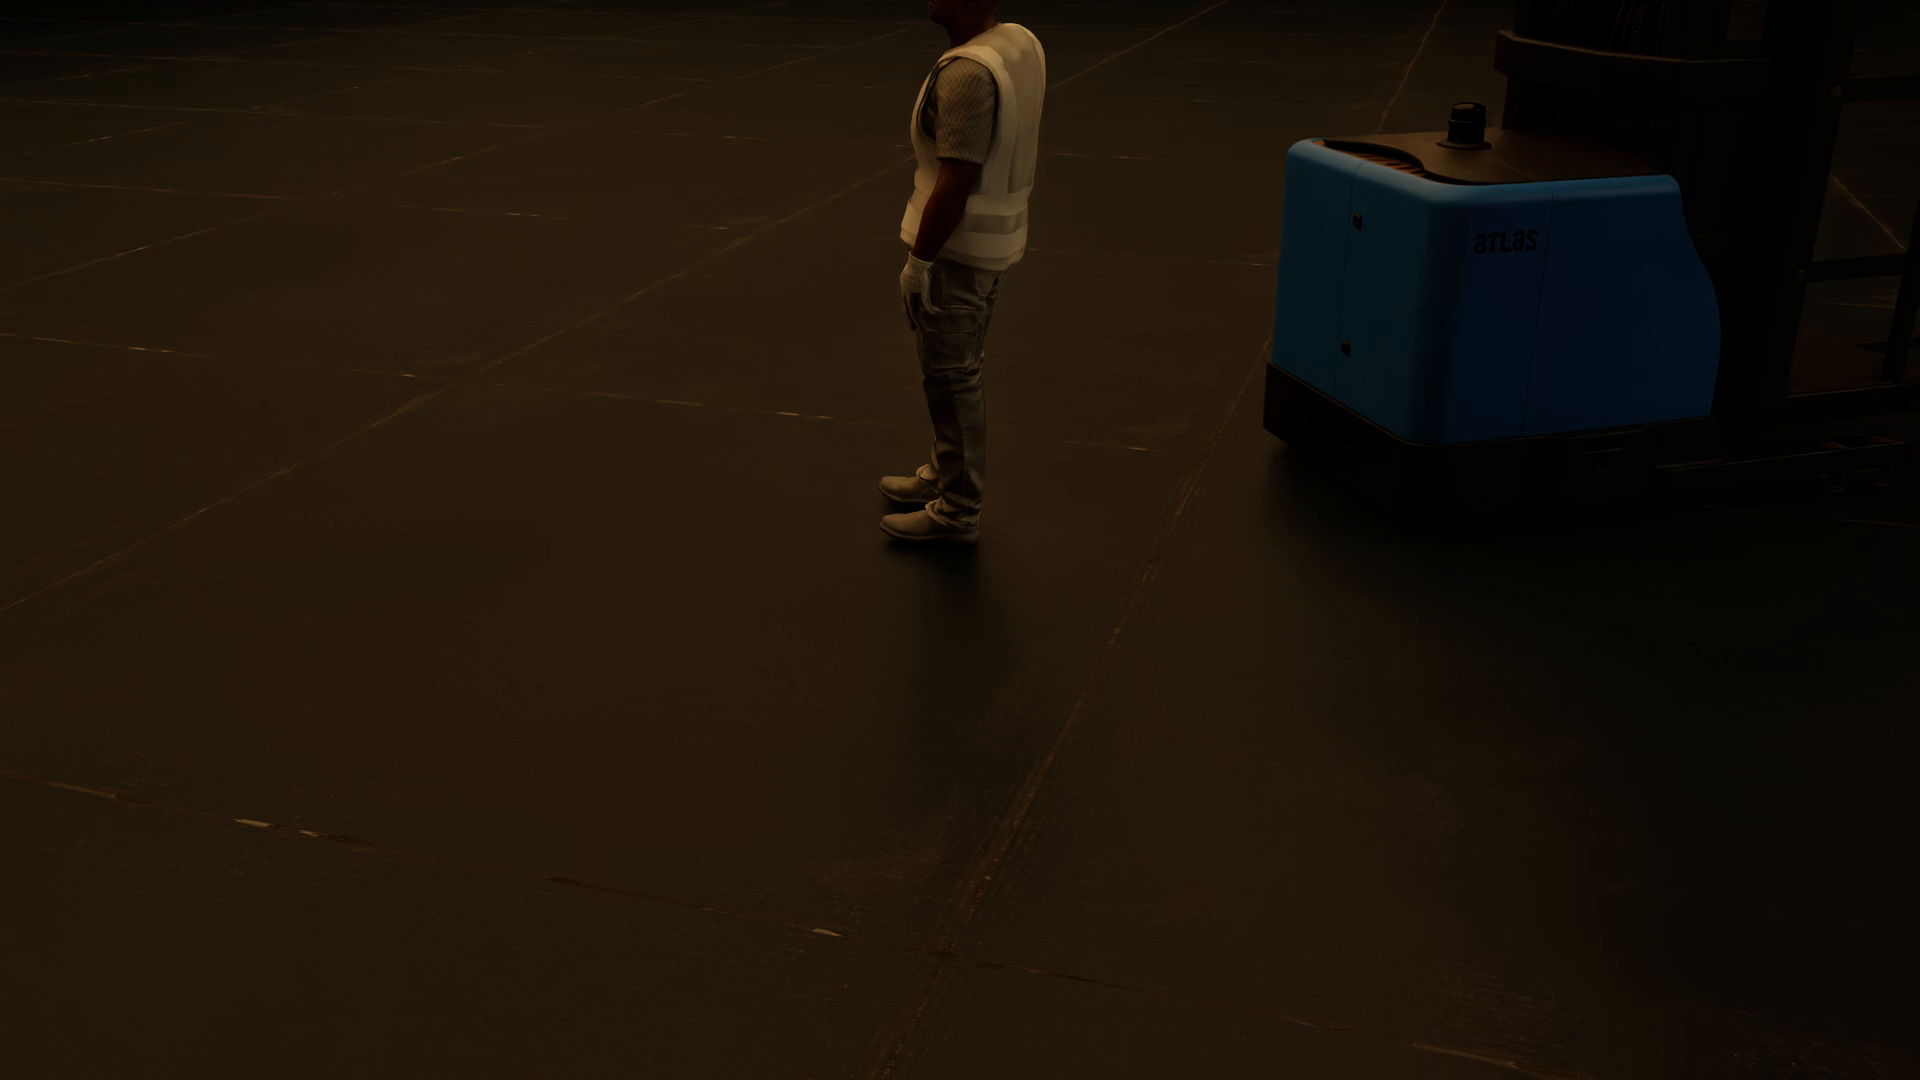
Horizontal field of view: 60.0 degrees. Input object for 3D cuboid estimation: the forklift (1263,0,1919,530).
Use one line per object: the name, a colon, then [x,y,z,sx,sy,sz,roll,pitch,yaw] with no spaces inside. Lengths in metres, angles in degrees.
forklift: [2.651,-1.697,5.390,3.031,2.935,1.130,-7,23,-16]

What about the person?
person: [-0.067,-0.842,4.804,0.575,1.784,0.656,7,23,16]
